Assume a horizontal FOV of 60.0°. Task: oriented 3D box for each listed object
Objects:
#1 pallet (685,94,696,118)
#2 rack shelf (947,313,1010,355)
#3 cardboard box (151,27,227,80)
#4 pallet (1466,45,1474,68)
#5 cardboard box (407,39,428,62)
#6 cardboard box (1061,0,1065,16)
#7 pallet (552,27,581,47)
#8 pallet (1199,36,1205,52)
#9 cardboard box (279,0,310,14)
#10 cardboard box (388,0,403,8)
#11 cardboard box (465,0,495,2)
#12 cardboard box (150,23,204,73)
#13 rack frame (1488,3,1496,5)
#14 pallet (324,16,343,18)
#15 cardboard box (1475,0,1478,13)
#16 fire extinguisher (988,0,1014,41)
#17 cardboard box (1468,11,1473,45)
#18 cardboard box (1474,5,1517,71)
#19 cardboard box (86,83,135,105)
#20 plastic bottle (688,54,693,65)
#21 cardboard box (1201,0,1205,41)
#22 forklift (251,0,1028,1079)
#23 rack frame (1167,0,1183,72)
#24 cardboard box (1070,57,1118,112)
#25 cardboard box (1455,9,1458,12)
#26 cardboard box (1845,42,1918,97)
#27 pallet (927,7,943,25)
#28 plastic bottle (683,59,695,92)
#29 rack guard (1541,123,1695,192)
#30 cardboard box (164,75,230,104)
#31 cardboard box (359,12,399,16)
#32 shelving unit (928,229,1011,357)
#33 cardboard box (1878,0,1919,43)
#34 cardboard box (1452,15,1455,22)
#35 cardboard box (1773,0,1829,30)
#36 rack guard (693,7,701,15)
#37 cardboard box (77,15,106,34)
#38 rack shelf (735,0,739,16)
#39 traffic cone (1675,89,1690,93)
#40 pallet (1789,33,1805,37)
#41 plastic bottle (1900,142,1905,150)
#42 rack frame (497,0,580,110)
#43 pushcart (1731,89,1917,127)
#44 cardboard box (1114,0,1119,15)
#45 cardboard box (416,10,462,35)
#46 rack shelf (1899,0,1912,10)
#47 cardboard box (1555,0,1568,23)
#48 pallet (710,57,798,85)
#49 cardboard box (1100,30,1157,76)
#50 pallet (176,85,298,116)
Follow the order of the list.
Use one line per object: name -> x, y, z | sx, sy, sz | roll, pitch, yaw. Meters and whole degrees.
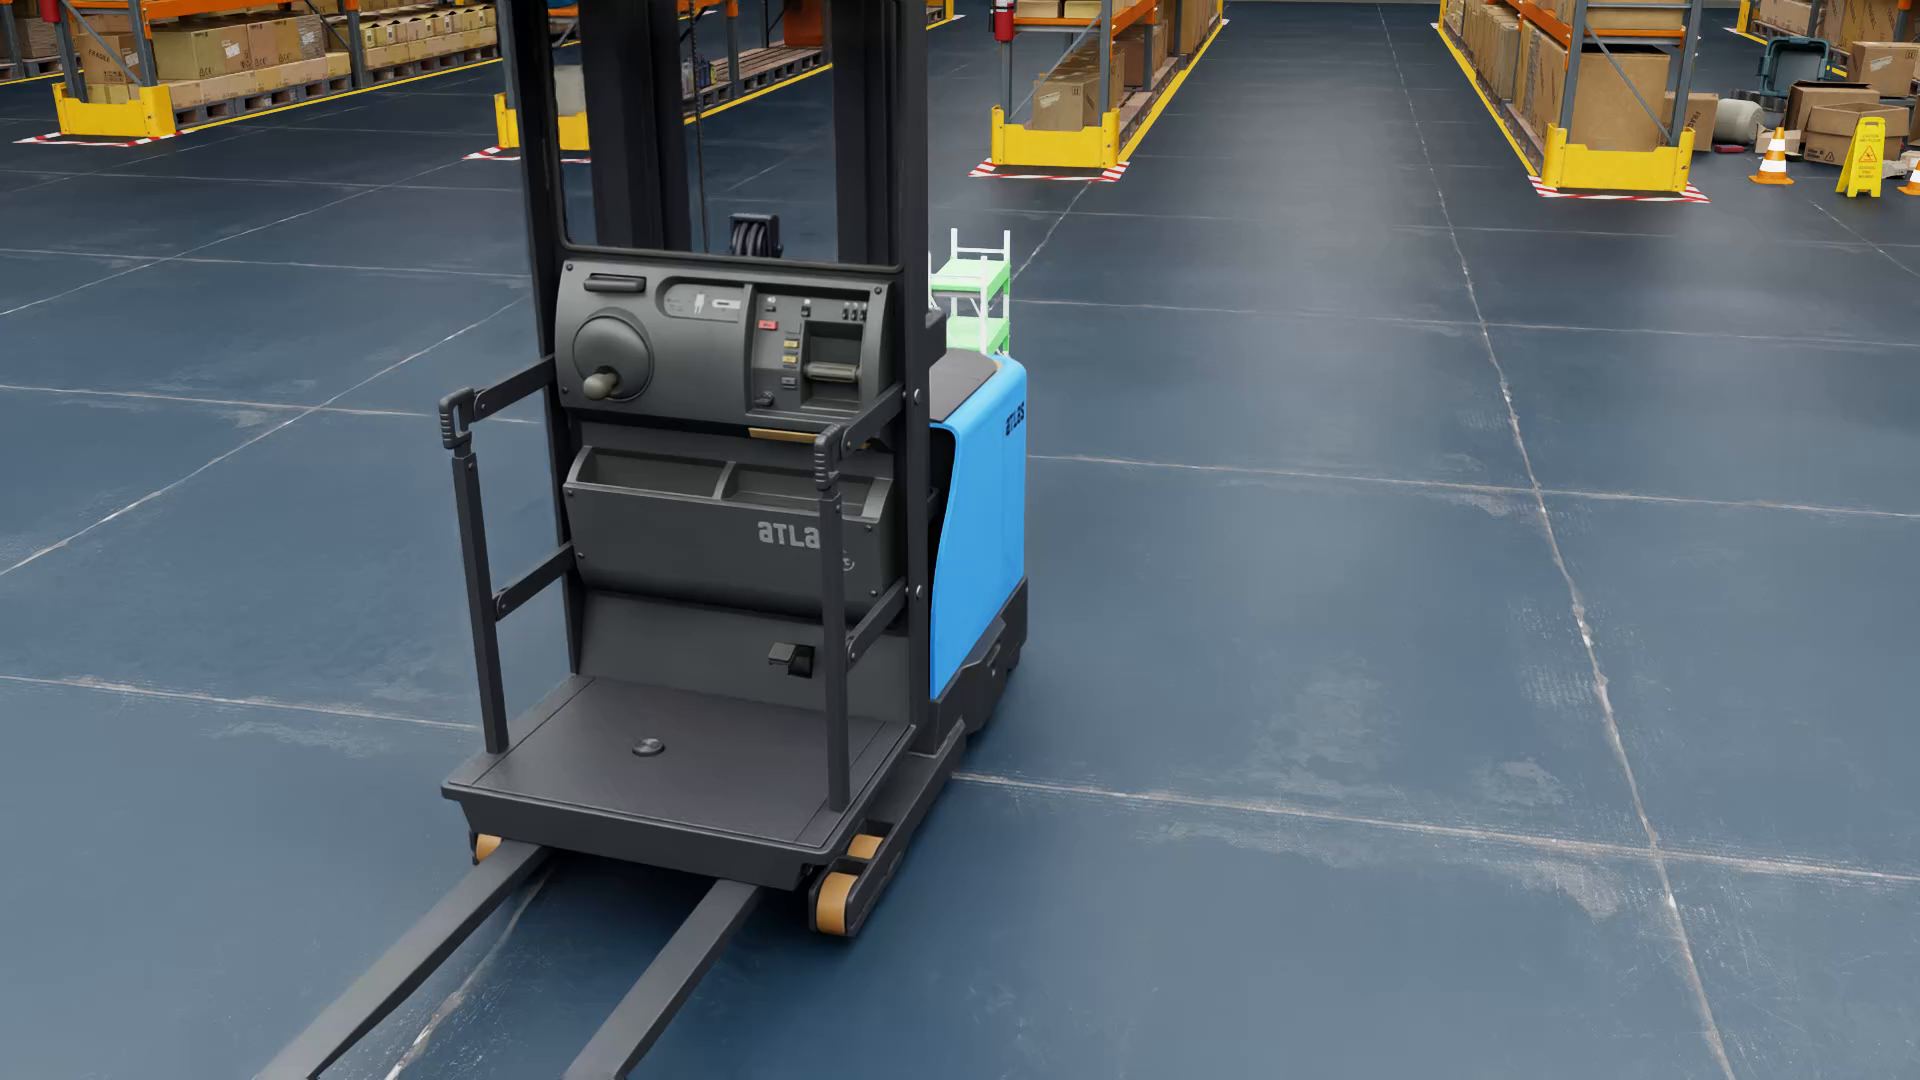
pallet -> -3.582, -4.769, 18.413 | 1.003, 0.211, 1.213 | 4, 22, 11
rack shelf -> 0.034, -0.780, 6.714 | 0.258, 0.148, 0.480 | 4, 22, 11
cardboard box -> -8.395, -5.298, 18.108 | 0.500, 0.500, 0.500 | 4, 22, 11
pallet -> 7.755, -6.860, 23.604 | 1.003, 0.211, 1.213 | 4, 22, 11
cardboard box -> -7.472, -6.556, 22.235 | 0.500, 0.250, 0.500 | 4, 22, 9
cardboard box -> 0.783, -5.007, 15.607 | 0.380, 0.149, 0.250 | 4, 22, 11
pallet -> -6.749, -8.016, 26.475 | 1.003, 0.211, 1.213 | 4, 22, 11
pallet -> 3.240, -7.719, 25.738 | 1.003, 0.211, 1.213 | 4, 22, 11
cardboard box -> -11.407, -9.058, 27.645 | 0.750, 0.750, 0.750 | 5, 23, 13
cardboard box -> -10.758, -10.106, 30.714 | 0.700, 0.500, 0.500 | 5, 22, 12
cardboard box -> -7.221, -8.368, 25.369 | 0.500, 0.250, 0.500 | 5, 23, 13
cardboard box -> -8.814, -5.521, 18.663 | 0.500, 0.500, 0.500 | 4, 22, 11
rack frame -> 7.343, -7.423, 21.269 | 1.000, 3.000, 0.127 | 4, 22, 11
pallet -> -11.307, -8.852, 28.551 | 1.003, 0.211, 1.213 | 4, 22, 11
cardboard box -> 7.437, -7.446, 23.107 | 0.500, 0.250, 0.500 | 5, 22, 12
fire extinguisher -> 0.401, -4.870, 15.033 | 0.296, 0.674, 0.183 | 4, 22, 11
cardboard box -> 7.548, -7.285, 23.710 | 0.500, 0.500, 0.500 | 5, 22, 12
cardboard box -> 7.130, -6.358, 21.075 | 1.050, 0.750, 0.750 | 4, 22, 10
cardboard box -> -9.002, -4.807, 17.892 | 0.500, 0.250, 0.500 | 4, 22, 11
plastic bottle -> -3.148, -5.481, 19.406 | 0.144, 0.351, 0.185 | 4, 22, 11
cardboard box -> 3.031, -7.948, 24.854 | 1.225, 0.875, 0.875 | 4, 22, 9
forklift -> -0.697, -0.499, 4.170 | 1.130, 2.935, 3.031 | 7, 23, 16
rack frame -> 2.508, -7.838, 22.300 | 1.000, 3.000, 0.127 | 4, 22, 11
cardboard box -> 1.411, -4.824, 17.600 | 0.500, 0.500, 0.500 | 2, 22, 6
cardboard box -> 8.423, -8.805, 27.557 | 0.380, 0.149, 0.250 | 3, 22, 8
cardboard box -> 9.644, -4.936, 17.427 | 0.500, 0.500, 0.500 | 4, 22, 11
pallet -> -0.915, -9.549, 30.281 | 1.003, 0.211, 1.213 | 4, 22, 11
plastic bottle -> -3.112, -5.282, 18.911 | 0.144, 0.351, 0.185 | 4, 22, 11
rack guard -> 5.705, -3.329, 14.450 | 1.175, 0.500, 0.348 | 4, 22, 11
cardboard box -> -8.396, -4.950, 18.248 | 0.500, 0.250, 0.500 | 4, 22, 11
cardboard box -> -7.893, -7.038, 22.680 | 0.500, 0.311, 0.500 | 4, 22, 10
shelving unit -> 0.034, -0.617, 6.780 | 0.258, 1.200, 0.503 | 4, 22, 11
cardboard box -> 12.431, -6.538, 21.354 | 0.875, 0.875, 0.875 | 4, 22, 10
cardboard box -> 8.252, -8.487, 27.166 | 0.380, 0.149, 0.250 | 4, 22, 11
cardboard box -> 13.626, -8.430, 26.638 | 0.875, 0.438, 0.875 | 5, 22, 12
rack guard -> -5.573, -10.333, 31.841 | 1.175, 0.500, 0.348 | 4, 22, 11
cardboard box -> -12.522, -7.199, 23.471 | 0.700, 0.500, 0.500 | 5, 22, 12
rack shelf -> -2.749, -7.150, 21.555 | 1.077, 0.370, 4.000 | 4, 22, 11
traffic cone -> 8.278, -5.159, 19.043 | 0.336, 0.463, 0.334 | 4, 22, 11
pallet -> 13.257, -7.524, 25.253 | 1.003, 0.211, 1.213 | 4, 22, 11
plastic bottle -> 9.294, -3.928, 16.524 | 0.133, 0.061, 0.283 | 8, 23, 20
rack frame -> -3.973, -5.290, 15.973 | 1.000, 3.000, 0.127 | 4, 22, 11
pushcart -> 9.151, -4.559, 17.668 | 1.648, 0.377, 0.936 | -3, 22, -8
cardboard box -> 1.302, -5.062, 15.743 | 0.380, 0.149, 0.250 | 4, 22, 11
cardboard box -> -7.261, -7.189, 23.055 | 0.500, 0.311, 0.500 | 4, 22, 11
rack shelf -> 11.801, -6.017, 18.742 | 1.077, 0.370, 4.000 | 4, 22, 11
cardboard box -> 5.832, -4.909, 14.826 | 0.875, 0.550, 0.550 | 4, 22, 11
pallet -> -2.788, -6.197, 21.958 | 1.003, 0.211, 1.213 | 4, 22, 11
cardboard box -> 2.067, -6.020, 20.543 | 0.700, 0.500, 0.500 | 3, 22, 6
pallet -> -8.456, -5.103, 19.241 | 1.003, 0.211, 1.213 | 4, 22, 11
